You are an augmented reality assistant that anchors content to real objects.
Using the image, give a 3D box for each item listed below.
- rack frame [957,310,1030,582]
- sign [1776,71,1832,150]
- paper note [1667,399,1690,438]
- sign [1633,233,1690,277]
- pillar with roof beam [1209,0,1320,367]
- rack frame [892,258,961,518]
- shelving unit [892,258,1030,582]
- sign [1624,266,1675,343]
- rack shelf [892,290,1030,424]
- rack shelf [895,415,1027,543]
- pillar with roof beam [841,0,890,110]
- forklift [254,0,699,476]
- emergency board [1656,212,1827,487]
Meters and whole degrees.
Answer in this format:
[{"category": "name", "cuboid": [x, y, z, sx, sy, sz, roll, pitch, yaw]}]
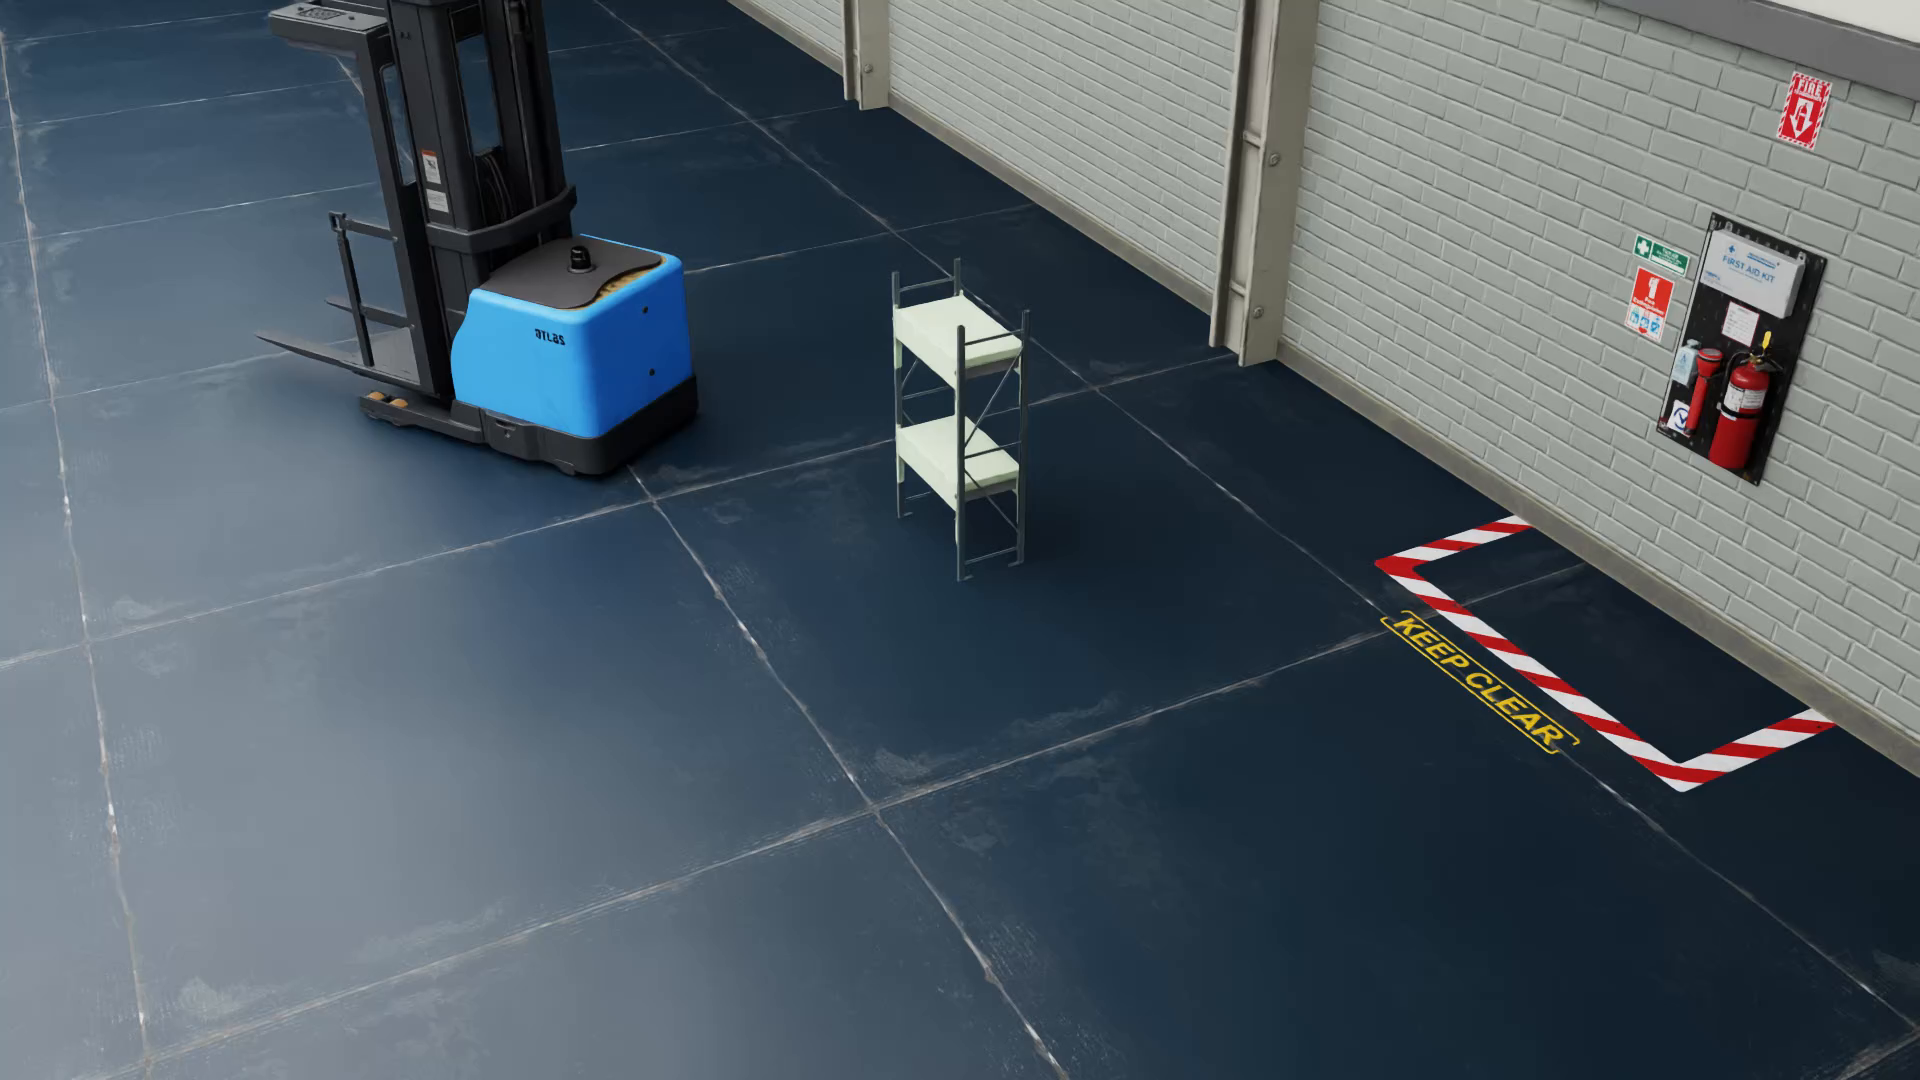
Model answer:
[{"category": "rack frame", "cuboid": [0.168, -0.460, 8.596, 0.400, 1.500, 0.023, -16, 36, -23]}, {"category": "sign", "cuboid": [3.687, -1.876, 7.267, 0.001, 0.298, 0.199, -16, 36, -23]}, {"category": "paper note", "cuboid": [3.581, -0.602, 8.244, 0.016, 0.148, 0.142, -16, 36, -23]}, {"category": "sign", "cuboid": [3.430, -1.394, 8.140, 0.001, 0.109, 0.331, -16, 36, -23]}, {"category": "pillar with roof beam", "cuboid": [-1.885, -3.989, 7.152, 9.100, 9.000, 0.400, -16, 36, -23]}, {"category": "rack frame", "cuboid": [-0.174, -0.809, 9.142, 0.400, 1.500, 0.023, -16, 36, -23]}, {"category": "shelving unit", "cuboid": [-0.003, -0.635, 8.869, 0.431, 1.500, 0.755, -16, 36, -23]}, {"category": "sign", "cuboid": [3.436, -1.176, 8.290, 0.001, 0.329, 0.234, -16, 36, -23]}, {"category": "rack shelf", "cuboid": [-0.003, -0.963, 8.658, 0.431, 0.370, 0.720, -16, 36, -23]}, {"category": "rack shelf", "cuboid": [-0.003, -0.360, 9.045, 0.431, 0.370, 0.720, -16, 36, -23]}, {"category": "pillar with roof beam", "cuboid": [-4.683, -6.852, 11.622, 9.100, 9.000, 0.400, -16, 36, -23]}, {"category": "forklift", "cuboid": [-3.183, -2.176, 9.948, 3.031, 2.935, 1.130, 16, 36, 24]}, {"category": "emergency board", "cuboid": [3.602, -0.871, 7.847, 0.194, 1.169, 0.643, -16, 36, -23]}]
